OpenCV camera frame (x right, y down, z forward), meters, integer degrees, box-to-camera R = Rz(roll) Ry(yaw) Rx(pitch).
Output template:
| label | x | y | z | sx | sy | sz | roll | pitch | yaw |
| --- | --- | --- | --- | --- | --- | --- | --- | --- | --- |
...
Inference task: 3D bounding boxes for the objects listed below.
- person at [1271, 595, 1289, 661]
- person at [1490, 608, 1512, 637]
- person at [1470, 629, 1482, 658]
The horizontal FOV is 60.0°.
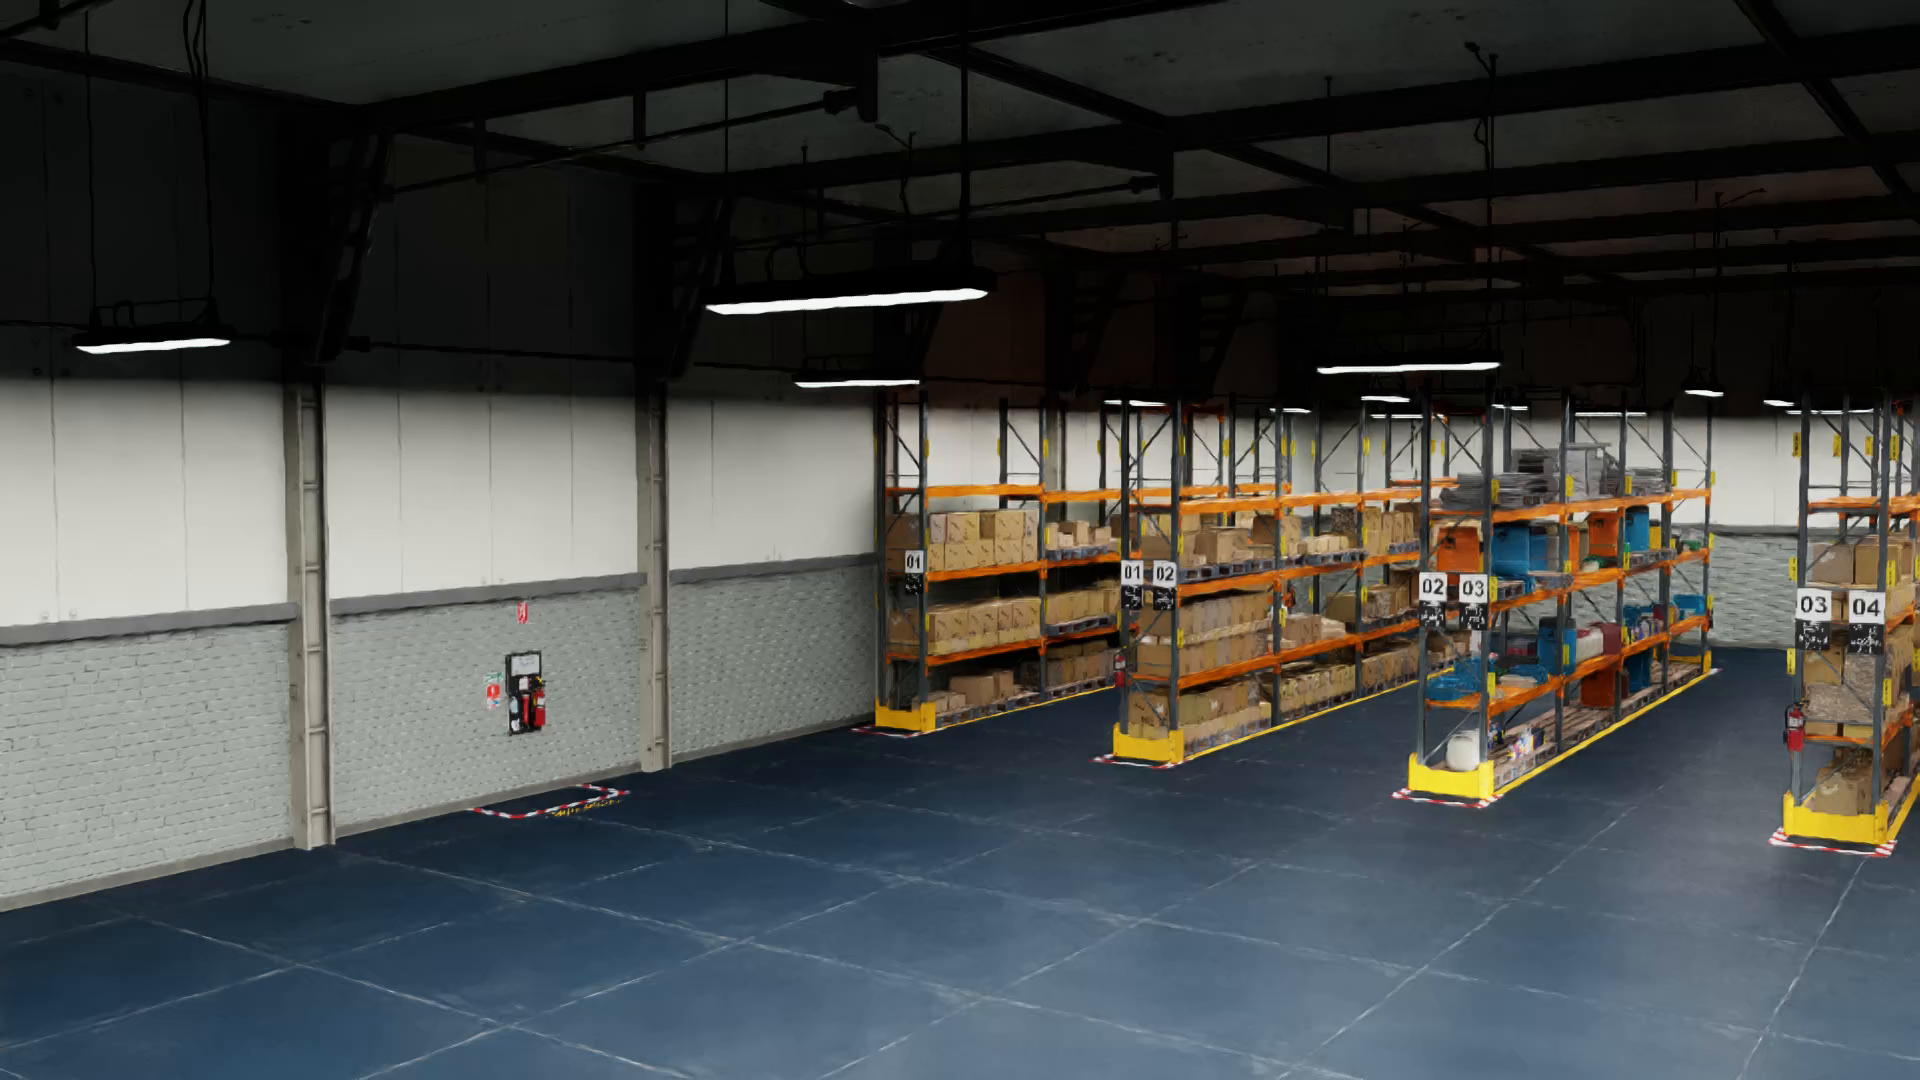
| label | x | y | z | sx | sy | sz | roll | pitch | yaw |
| --- | --- | --- | --- | --- | --- | --- | --- | --- | --- |
| person | 7.397 | 2.050 | 38.460 | 0.502 | 1.621 | 0.997 | 2 | 4 | 33 |
| person | 14.268 | 1.701 | 44.137 | 0.709 | 1.719 | 0.478 | -1 | 3 | -13 |
| person | 11.008 | 2.135 | 35.224 | 0.448 | 1.784 | 0.678 | 1 | 3 | 16 |
